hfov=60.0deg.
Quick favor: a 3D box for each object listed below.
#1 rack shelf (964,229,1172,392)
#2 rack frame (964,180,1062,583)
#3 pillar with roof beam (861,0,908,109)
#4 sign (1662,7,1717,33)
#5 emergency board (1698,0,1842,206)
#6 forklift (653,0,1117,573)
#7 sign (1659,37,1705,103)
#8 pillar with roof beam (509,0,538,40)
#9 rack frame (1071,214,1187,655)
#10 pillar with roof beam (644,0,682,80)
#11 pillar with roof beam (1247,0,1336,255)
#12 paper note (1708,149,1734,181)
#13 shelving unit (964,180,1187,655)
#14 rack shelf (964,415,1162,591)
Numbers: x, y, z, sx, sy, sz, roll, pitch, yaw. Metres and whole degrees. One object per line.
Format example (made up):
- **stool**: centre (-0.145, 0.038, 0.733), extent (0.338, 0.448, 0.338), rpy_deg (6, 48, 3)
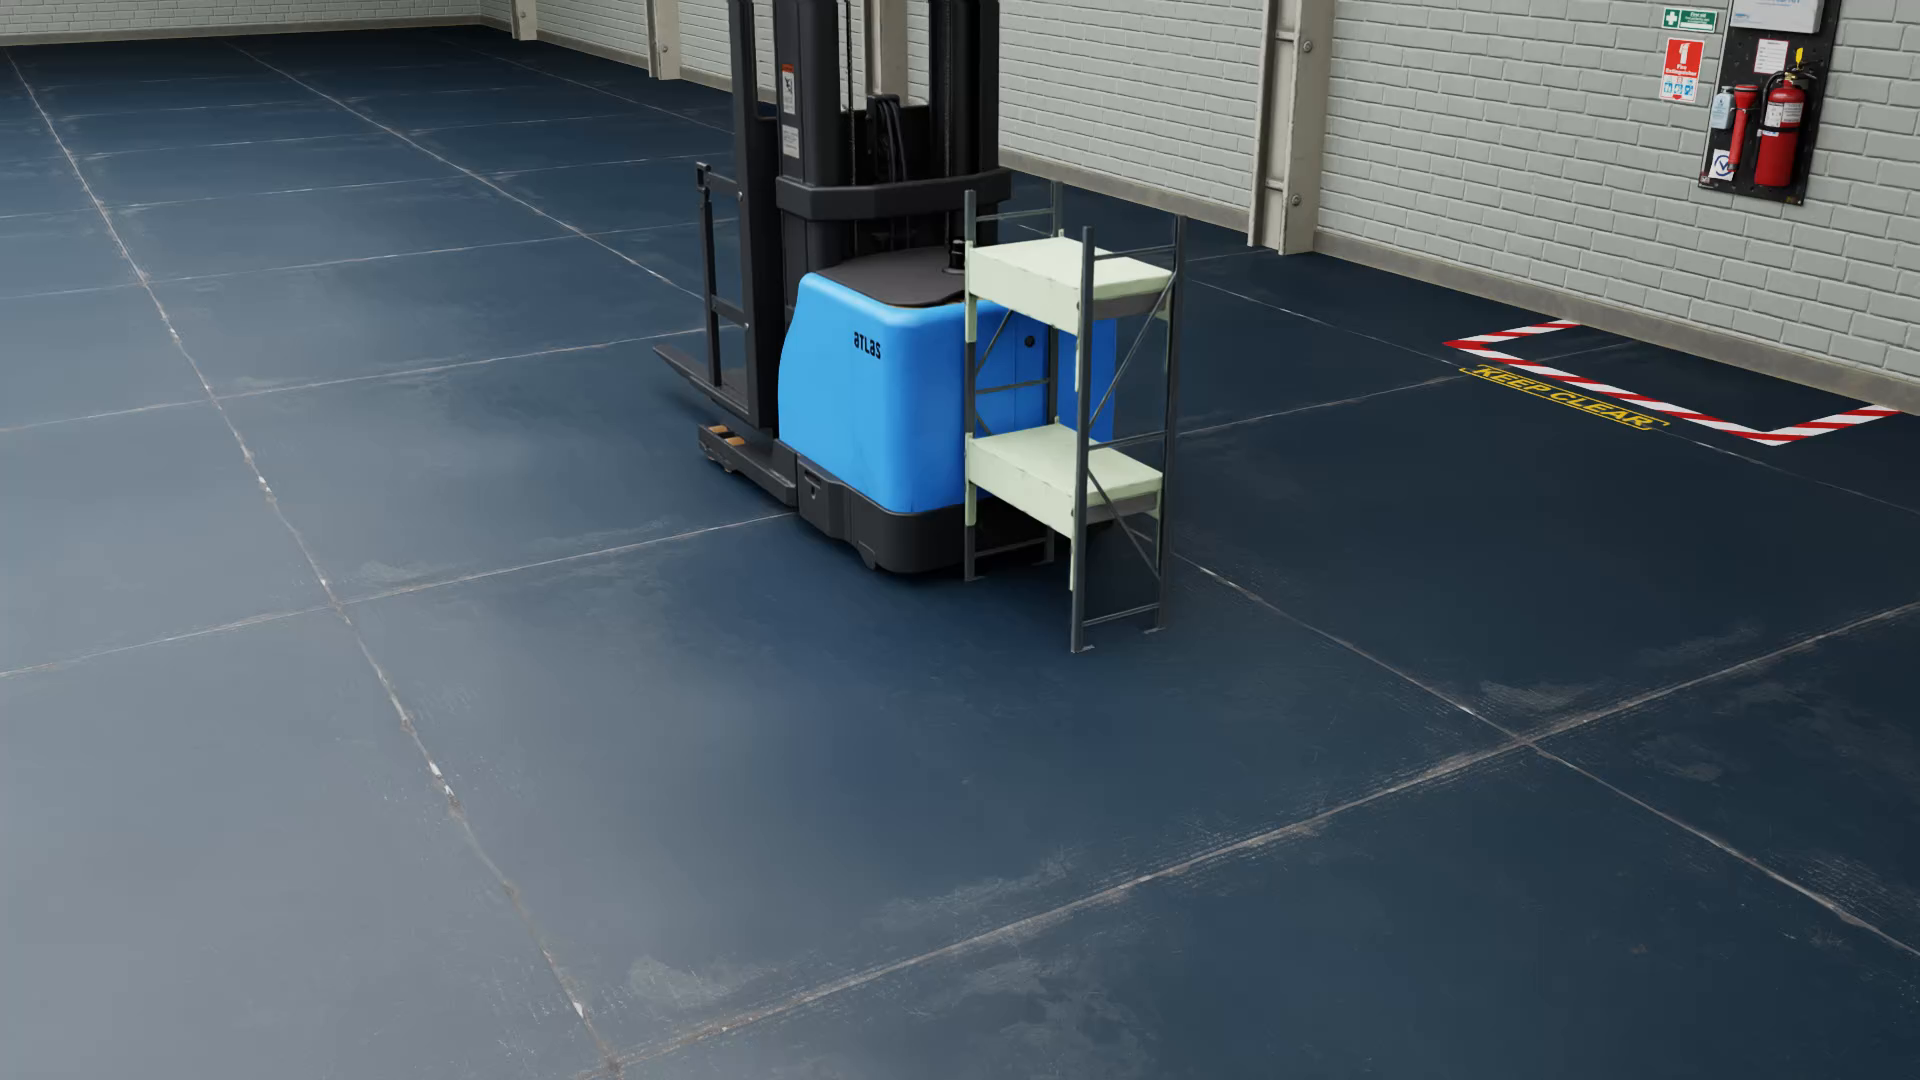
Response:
- **rack shelf**: centre (0.380, -0.814, 5.786), extent (0.431, 0.370, 0.720), rpy_deg (-13, 25, -28)
- **rack frame**: centre (0.194, -0.571, 6.225), extent (0.400, 1.500, 0.023), rpy_deg (-13, 25, -28)
- **pillar with roof beam**: centre (-4.448, -7.393, 13.049), extent (9.100, 9.000, 0.400), rpy_deg (-13, 25, -28)
- **sign**: centre (3.954, -2.822, 9.019), extent (0.001, 0.109, 0.331), rpy_deg (-13, 25, -28)
- **emergency board**: centre (4.153, -2.364, 8.645), extent (0.194, 1.169, 0.643), rpy_deg (-13, 25, -28)
- **forklift**: centre (-0.554, -1.740, 7.199), extent (1.130, 2.935, 3.031), rpy_deg (-13, 25, -28)
- **sign**: centre (3.960, -2.580, 9.127), extent (0.001, 0.329, 0.234), rpy_deg (-13, 25, -28)
- **pillar with roof beam**: centre (-10.578, -11.277, 22.606), extent (9.100, 9.000, 0.400), rpy_deg (-13, 25, -28)
- **rack frame**: centre (0.567, -0.334, 5.641), extent (0.400, 1.500, 0.023), rpy_deg (-13, 25, -28)
- **pillar with roof beam**: centre (-7.513, -9.335, 17.827), extent (9.100, 9.000, 0.400), rpy_deg (-13, 25, -28)
- **pillar with roof beam**: centre (-1.383, -5.450, 8.270), extent (9.100, 9.000, 0.400), rpy_deg (-13, 25, -28)
- **paper note**: centre (4.122, -2.027, 8.984), extent (0.016, 0.148, 0.142), rpy_deg (-13, 25, -28)
- **shelving unit**: centre (0.380, -0.452, 5.933), extent (0.431, 1.500, 0.755), rpy_deg (-13, 25, -28)
- **rack shelf**: centre (0.380, -0.150, 6.056), extent (0.431, 0.370, 0.720), rpy_deg (-13, 25, -28)
